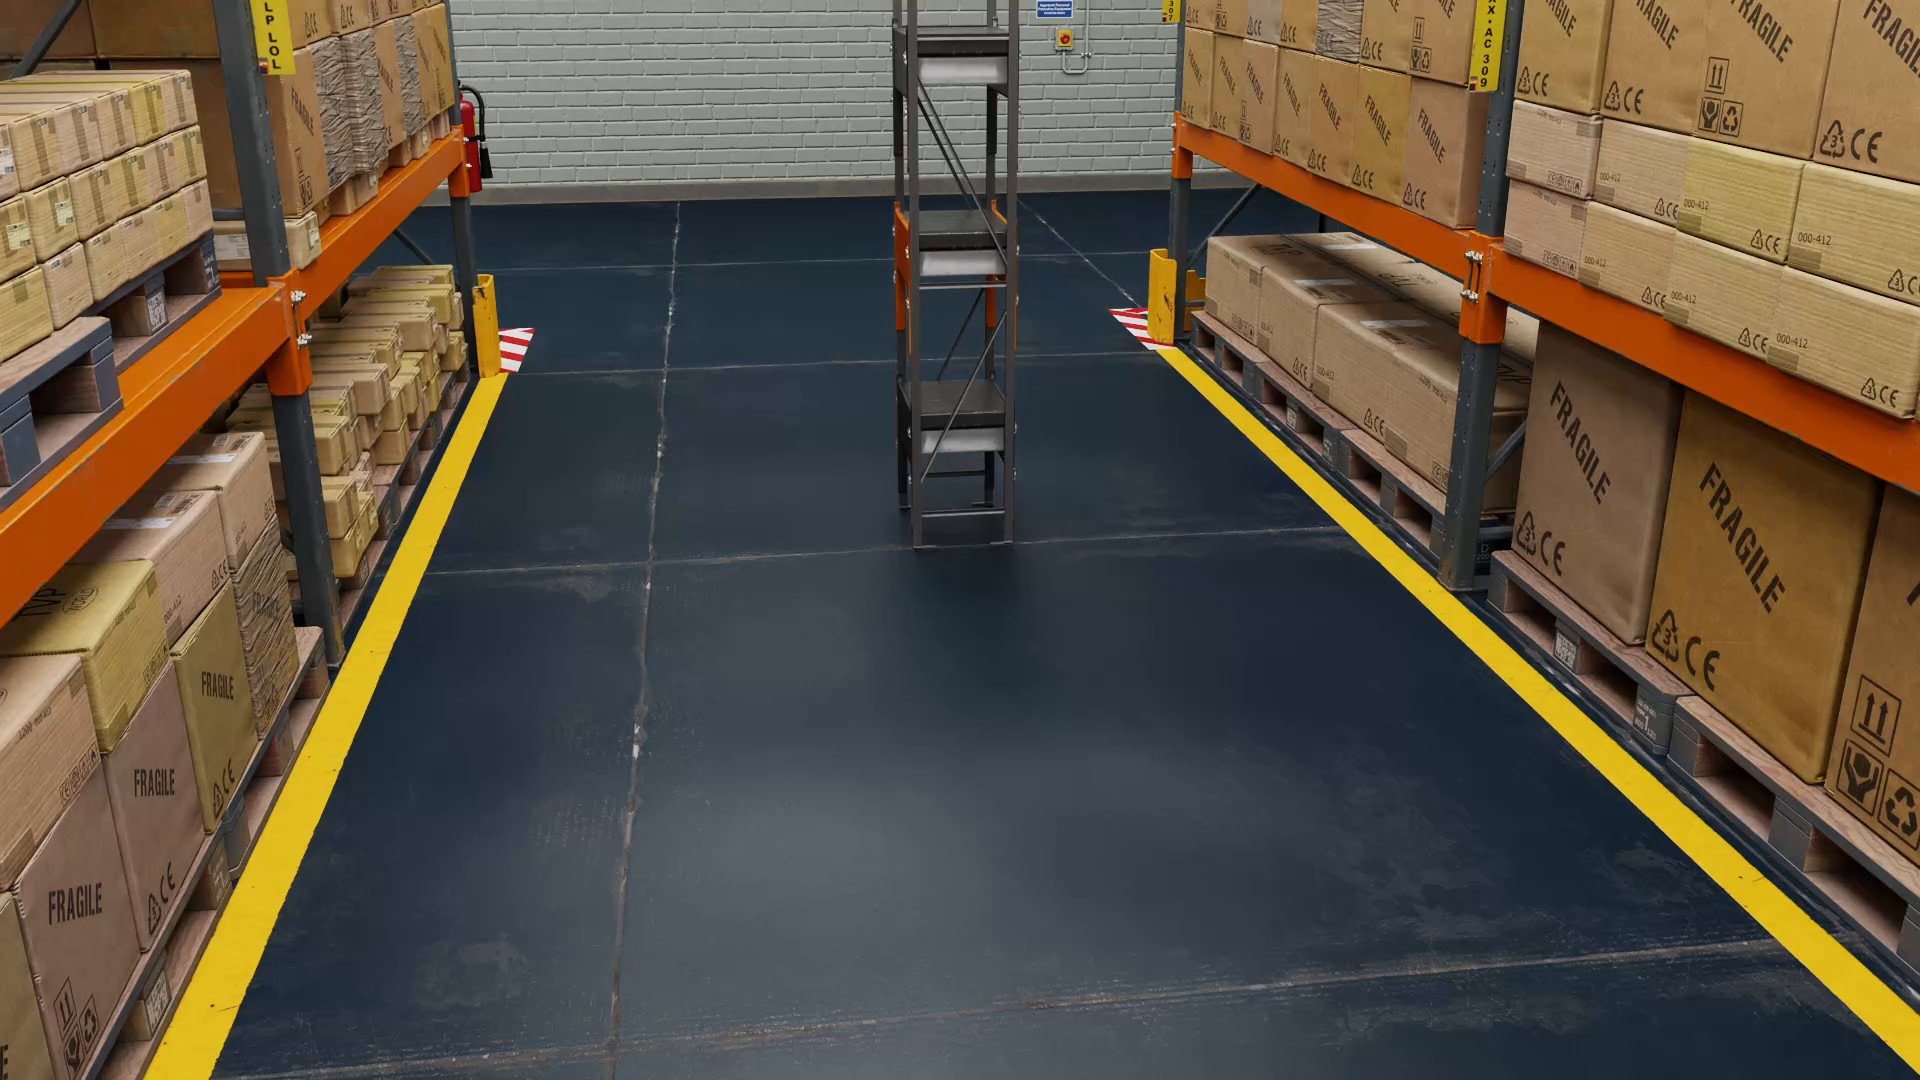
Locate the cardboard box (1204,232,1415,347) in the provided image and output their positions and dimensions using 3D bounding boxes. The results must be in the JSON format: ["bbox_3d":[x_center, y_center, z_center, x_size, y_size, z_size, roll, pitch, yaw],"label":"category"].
[{"bbox_3d":[1.924,-1.409,9.262,0.875,0.438,0.875,-4,21,-10],"label":"cardboard box"}]

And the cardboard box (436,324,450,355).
[{"bbox_3d":[-2.719,-1.003,8.165,0.380,0.149,0.250,-4,21,-10],"label":"cardboard box"}]

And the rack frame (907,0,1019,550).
[{"bbox_3d":[0.011,-0.956,6.276,0.400,2.100,0.015,-3,21,-8],"label":"rack frame"}]

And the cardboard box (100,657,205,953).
[{"bbox_3d":[-2.078,0.607,3.776,0.500,0.500,0.500,-3,21,-9],"label":"cardboard box"}]

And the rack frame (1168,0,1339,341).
[{"bbox_3d":[1.730,-2.636,9.486,1.000,3.000,0.127,-3,21,-8],"label":"rack frame"}]

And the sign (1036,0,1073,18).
[{"bbox_3d":[0.838,-4.732,14.713,0.327,0.218,0.001,-3,21,-8],"label":"sign"}]

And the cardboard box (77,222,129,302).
[{"bbox_3d":[-2.216,-0.655,3.940,0.380,0.149,0.250,-4,21,-11],"label":"cardboard box"}]

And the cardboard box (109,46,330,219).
[{"bbox_3d":[-2.399,-1.336,5.439,0.500,0.500,0.500,-3,21,-9],"label":"cardboard box"}]

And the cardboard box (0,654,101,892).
[{"bbox_3d":[-1.992,0.443,3.143,0.500,0.250,0.500,-3,21,-7],"label":"cardboard box"}]

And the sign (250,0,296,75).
[{"bbox_3d":[-2.028,-1.538,4.891,0.100,0.325,0.005,-3,21,-8],"label":"sign"}]

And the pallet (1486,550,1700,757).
[{"bbox_3d":[2.492,0.319,5.561,1.003,0.211,1.213,-3,21,-8],"label":"pallet"}]

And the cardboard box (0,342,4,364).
[{"bbox_3d":[-2.094,-0.374,3.190,0.380,0.149,0.250,-4,21,-10],"label":"cardboard box"}]

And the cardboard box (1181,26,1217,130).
[{"bbox_3d":[1.515,-2.502,8.985,0.500,0.500,0.500,-3,21,-8],"label":"cardboard box"}]

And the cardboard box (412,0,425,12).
[{"bbox_3d":[-2.769,-2.684,7.619,0.500,0.500,0.500,-4,21,-10],"label":"cardboard box"}]

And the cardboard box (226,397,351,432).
[{"bbox_3d":[-2.488,-0.419,6.175,0.380,0.149,0.250,-3,21,-9],"label":"cardboard box"}]

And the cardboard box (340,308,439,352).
[{"bbox_3d":[-2.616,-0.964,7.635,0.380,0.149,0.250,-2,21,-6],"label":"cardboard box"}]

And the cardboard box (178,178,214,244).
[{"bbox_3d":[-2.324,-0.918,4.645,0.380,0.149,0.250,-3,21,-9],"label":"cardboard box"}]

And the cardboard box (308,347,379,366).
[{"bbox_3d":[-2.625,-0.691,6.902,0.380,0.149,0.250,-4,21,-10],"label":"cardboard box"}]

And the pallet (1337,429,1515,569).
[{"bbox_3d":[2.275,-0.212,6.981,1.003,0.211,1.213,-3,21,-8],"label":"pallet"}]

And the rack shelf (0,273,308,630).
[{"bbox_3d":[-2.289,0.063,3.288,1.077,0.370,4.000,-3,21,-8],"label":"rack shelf"}]

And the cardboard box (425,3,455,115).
[{"bbox_3d":[-2.834,-2.395,8.272,0.500,0.500,0.500,-2,21,-7],"label":"cardboard box"}]

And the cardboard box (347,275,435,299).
[{"bbox_3d":[-2.847,-1.231,8.348,0.380,0.149,0.250,-3,21,-7],"label":"cardboard box"}]

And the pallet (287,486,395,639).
[{"bbox_3d":[-2.709,0.109,6.121,1.003,0.211,1.213,-3,21,-8],"label":"pallet"}]

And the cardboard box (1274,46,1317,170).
[{"bbox_3d":[1.760,-1.979,7.583,0.500,0.500,0.500,-2,21,-6],"label":"cardboard box"}]

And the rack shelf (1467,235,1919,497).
[{"bbox_3d":[2.595,-0.221,4.050,1.077,0.370,4.000,-3,21,-8],"label":"rack shelf"}]

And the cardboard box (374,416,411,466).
[{"bbox_3d":[-2.539,-0.417,7.019,0.380,0.149,0.250,-3,21,-9],"label":"cardboard box"}]

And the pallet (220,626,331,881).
[{"bbox_3d":[-2.463,0.610,4.782,1.003,0.211,1.213,-3,21,-8],"label":"pallet"}]

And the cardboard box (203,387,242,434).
[{"bbox_3d":[-2.965,-0.482,6.344,0.380,0.149,0.250,-2,21,-6],"label":"cardboard box"}]

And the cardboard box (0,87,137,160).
[{"bbox_3d":[-2.251,-1.012,4.048,0.380,0.149,0.250,-4,21,-9],"label":"cardboard box"}]

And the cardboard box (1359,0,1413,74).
[{"bbox_3d":[1.900,-2.092,6.457,0.500,0.500,0.500,-3,21,-9],"label":"cardboard box"}]

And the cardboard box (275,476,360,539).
[{"bbox_3d":[-2.313,-0.108,5.768,0.380,0.149,0.250,-2,21,-5],"label":"cardboard box"}]

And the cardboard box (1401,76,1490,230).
[{"bbox_3d":[1.987,-1.445,6.156,0.500,0.500,0.500,-3,21,-7],"label":"cardboard box"}]

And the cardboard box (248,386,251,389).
[{"bbox_3d":[-3.055,-0.612,7.117,0.380,0.149,0.250,-2,21,-5],"label":"cardboard box"}]

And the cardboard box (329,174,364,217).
[{"bbox_3d":[-2.500,-1.323,6.331,0.380,0.149,0.250,-3,21,-7],"label":"cardboard box"}]

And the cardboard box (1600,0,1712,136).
[{"bbox_3d":[2.186,-1.424,4.671,0.500,0.500,0.500,-3,21,-8],"label":"cardboard box"}]

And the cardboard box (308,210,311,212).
[{"bbox_3d":[-2.405,-1.049,5.596,0.380,0.149,0.250,-2,21,-6],"label":"cardboard box"}]

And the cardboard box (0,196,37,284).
[{"bbox_3d":[-2.131,-0.600,3.370,0.380,0.149,0.250,-3,21,-8],"label":"cardboard box"}]

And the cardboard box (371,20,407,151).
[{"bbox_3d":[-2.621,-1.868,6.862,0.500,0.500,0.500,-2,21,-5],"label":"cardboard box"}]

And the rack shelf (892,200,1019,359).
[{"bbox_3d":[-0.024,-1.028,6.507,0.431,0.518,0.480,-3,21,-8],"label":"rack shelf"}]

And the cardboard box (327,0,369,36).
[{"bbox_3d":[-2.533,-2.144,6.172,0.500,0.500,0.500,-3,21,-7],"label":"cardboard box"}]

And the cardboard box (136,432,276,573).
[{"bbox_3d":[-2.220,-0.098,4.592,0.500,0.250,0.500,-3,21,-9],"label":"cardboard box"}]

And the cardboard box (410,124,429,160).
[{"bbox_3d":[-2.717,-1.873,7.804,0.380,0.149,0.250,-2,21,-6],"label":"cardboard box"}]

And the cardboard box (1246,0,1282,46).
[{"bbox_3d":[1.681,-2.614,7.856,0.500,0.500,0.500,-3,21,-8],"label":"cardboard box"}]

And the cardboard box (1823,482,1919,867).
[{"bbox_3d":[2.742,0.380,3.847,0.875,0.875,0.875,-3,21,-7],"label":"cardboard box"}]

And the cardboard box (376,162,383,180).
[{"bbox_3d":[-2.674,-1.593,7.054,0.380,0.149,0.250,-3,21,-7],"label":"cardboard box"}]

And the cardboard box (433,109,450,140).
[{"bbox_3d":[-2.827,-2.135,8.504,0.380,0.149,0.250,-3,21,-8],"label":"cardboard box"}]

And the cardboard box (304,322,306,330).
[{"bbox_3d":[-3.198,-0.931,7.546,0.380,0.149,0.250,-2,21,-6],"label":"cardboard box"}]

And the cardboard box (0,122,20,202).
[{"bbox_3d":[-2.139,-0.743,3.328,0.380,0.149,0.250,-4,21,-10],"label":"cardboard box"}]

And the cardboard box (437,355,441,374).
[{"bbox_3d":[-2.781,-0.861,8.208,0.380,0.149,0.250,-3,21,-8],"label":"cardboard box"}]

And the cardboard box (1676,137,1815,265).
[{"bbox_3d":[2.240,-0.893,4.320,0.500,0.250,0.500,-3,21,-7],"label":"cardboard box"}]

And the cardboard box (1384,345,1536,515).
[{"bbox_3d":[2.322,-0.470,6.749,0.875,0.438,0.875,-3,21,-9],"label":"cardboard box"}]

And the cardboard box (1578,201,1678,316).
[{"bbox_3d":[2.185,-0.836,4.881,0.500,0.250,0.500,-3,21,-9],"label":"cardboard box"}]

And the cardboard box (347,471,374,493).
[{"bbox_3d":[-2.437,-0.145,6.292,0.380,0.149,0.250,-3,21,-8],"label":"cardboard box"}]

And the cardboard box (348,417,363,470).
[{"bbox_3d":[-2.545,-0.368,6.462,0.380,0.149,0.250,-4,21,-11],"label":"cardboard box"}]

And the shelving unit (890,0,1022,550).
[{"bbox_3d":[-0.024,-1.041,6.502,0.431,2.100,0.503,-3,21,-8],"label":"shelving unit"}]

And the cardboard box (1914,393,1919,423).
[{"bbox_3d":[2.408,-0.309,3.470,0.500,0.250,0.500,-3,21,-8],"label":"cardboard box"}]

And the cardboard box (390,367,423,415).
[{"bbox_3d":[-2.545,-0.641,7.195,0.380,0.149,0.250,-3,21,-7],"label":"cardboard box"}]

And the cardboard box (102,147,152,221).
[{"bbox_3d":[-2.252,-0.879,4.118,0.380,0.149,0.250,-2,21,-5],"label":"cardboard box"}]
